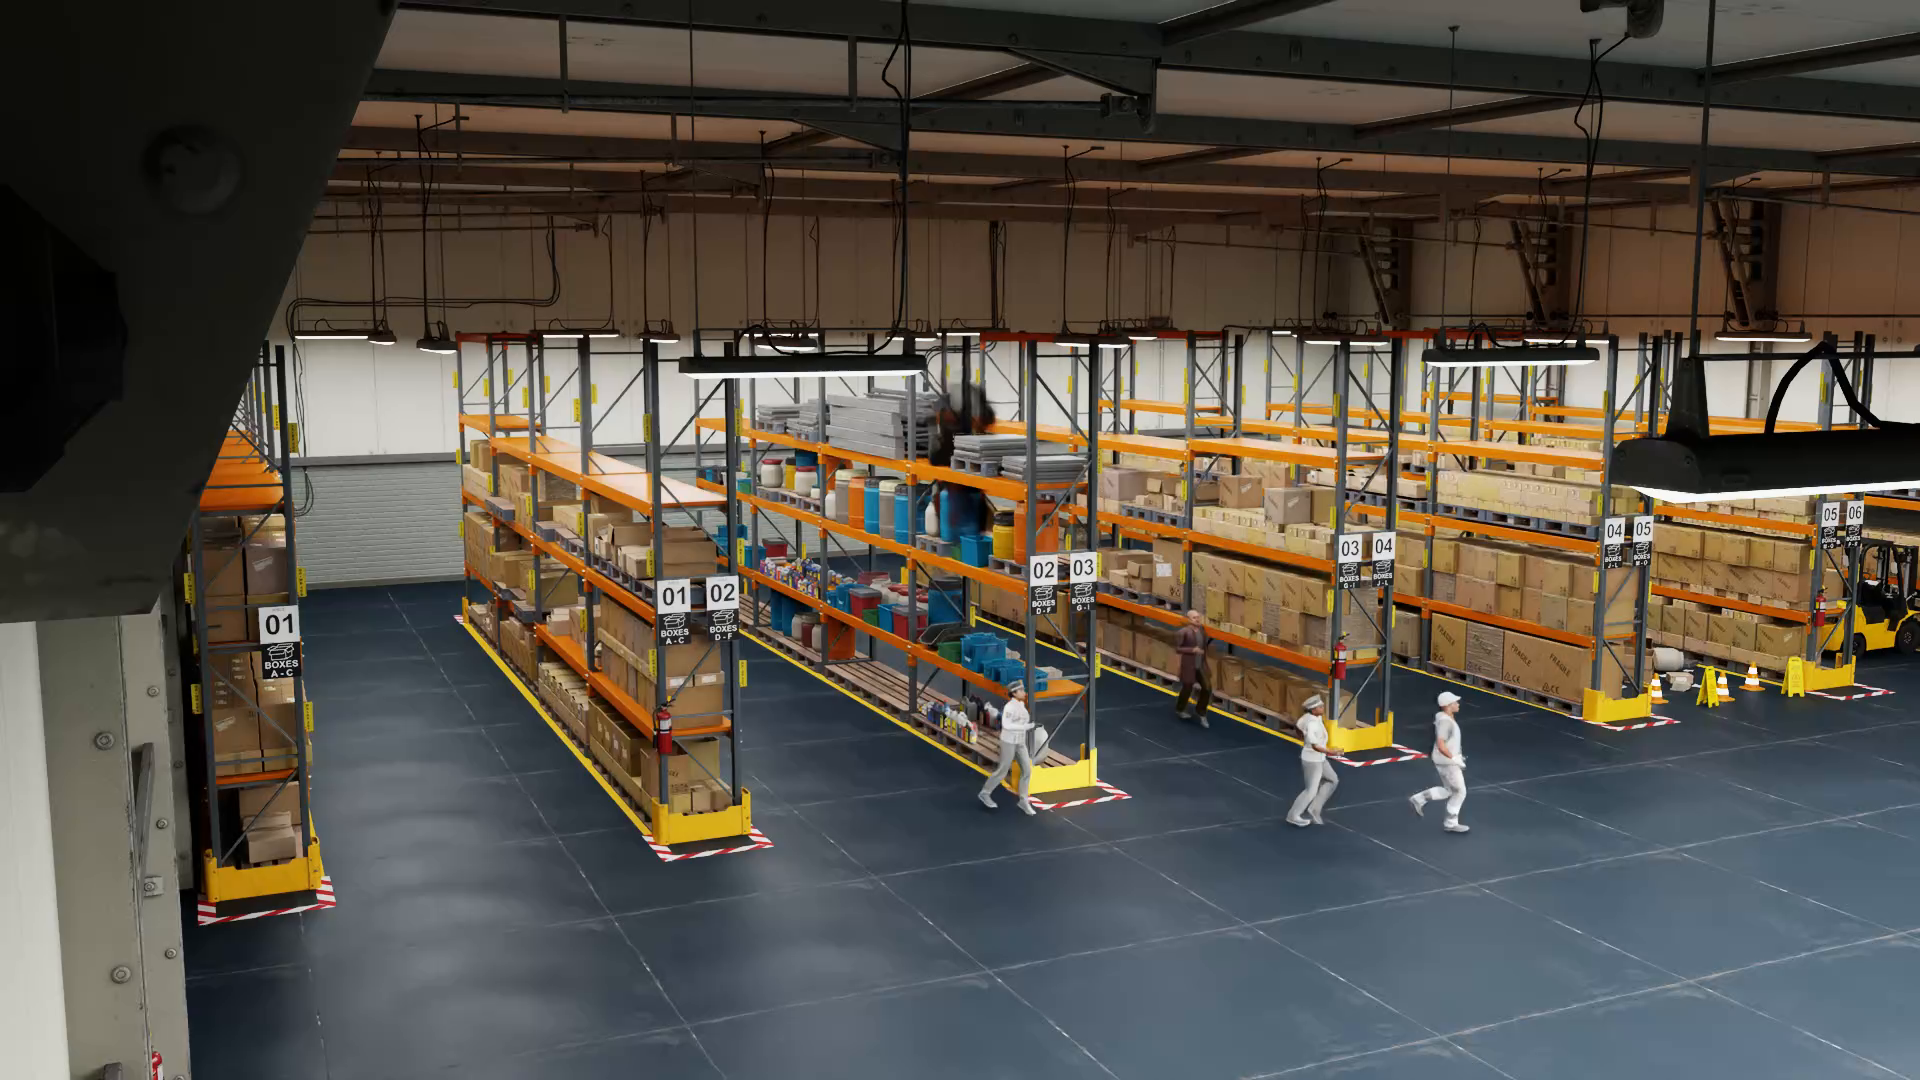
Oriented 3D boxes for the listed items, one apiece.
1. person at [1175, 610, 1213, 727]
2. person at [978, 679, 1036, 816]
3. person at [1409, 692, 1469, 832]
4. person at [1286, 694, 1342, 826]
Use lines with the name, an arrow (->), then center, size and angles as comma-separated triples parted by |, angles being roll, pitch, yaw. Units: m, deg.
person -> 3.614, 1.993, 25.804 | 0.684, 1.843, 0.841 | -3, 8, -24
person -> 0.654, 2.635, 21.318 | 0.779, 1.745, 0.618 | 4, 9, 27
person -> 5.914, 2.721, 20.442 | 0.724, 1.744, 0.698 | 1, 8, 11
person -> 4.403, 2.738, 20.646 | 0.656, 1.691, 0.581 | 2, 8, 11
